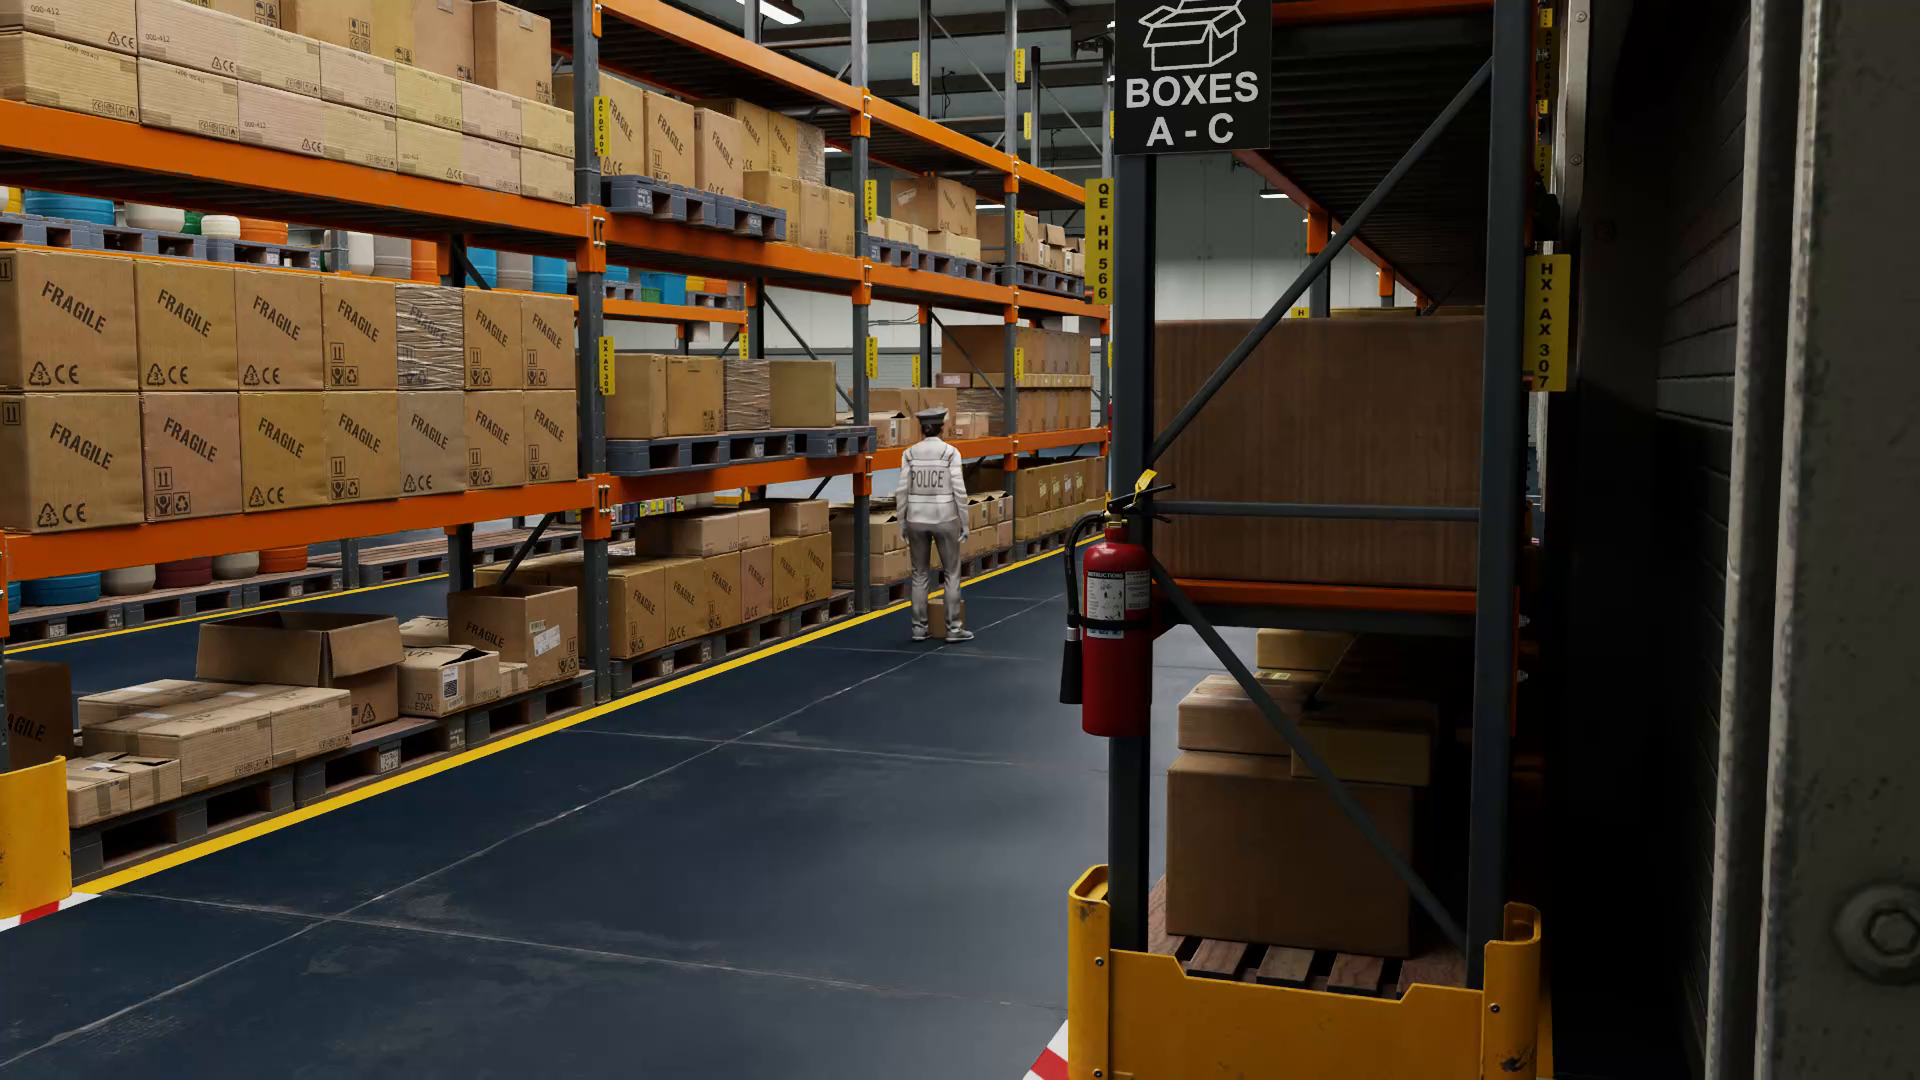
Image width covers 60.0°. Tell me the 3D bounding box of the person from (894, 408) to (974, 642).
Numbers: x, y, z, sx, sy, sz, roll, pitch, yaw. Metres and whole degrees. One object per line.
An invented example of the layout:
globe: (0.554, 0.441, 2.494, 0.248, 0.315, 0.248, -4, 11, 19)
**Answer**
person: (-0.192, -0.107, 11.869, 0.548, 1.664, 0.374, 1, 6, 15)
